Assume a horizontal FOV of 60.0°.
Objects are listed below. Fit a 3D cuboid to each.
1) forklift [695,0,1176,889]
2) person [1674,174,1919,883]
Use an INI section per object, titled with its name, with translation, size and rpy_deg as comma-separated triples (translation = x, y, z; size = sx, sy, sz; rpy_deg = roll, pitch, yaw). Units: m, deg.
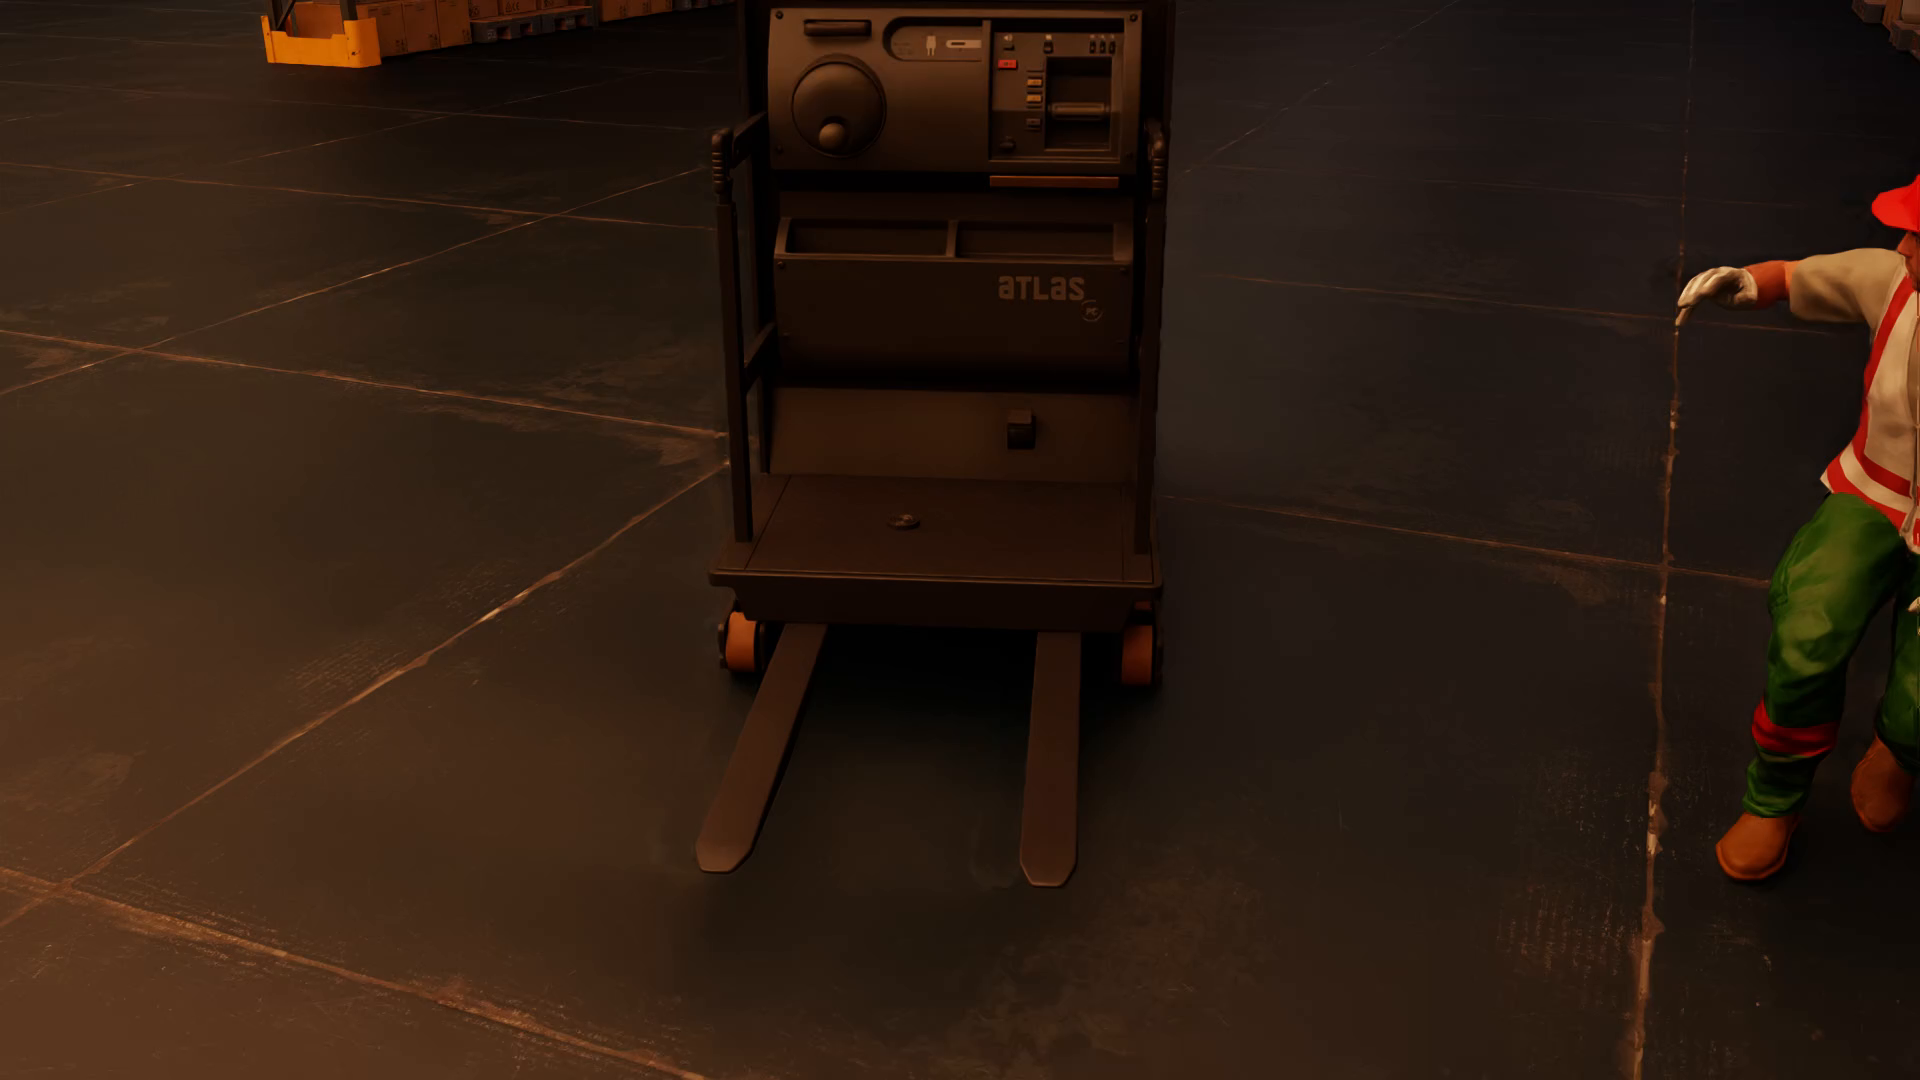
[forklift]
translation = -0.029, -1.111, 3.950
size = 1.130, 2.935, 3.031
rpy_deg = 2, 23, 4
[person]
translation = 1.710, -0.003, 3.171
size = 0.782, 1.478, 1.011
rpy_deg = 20, 30, 39
